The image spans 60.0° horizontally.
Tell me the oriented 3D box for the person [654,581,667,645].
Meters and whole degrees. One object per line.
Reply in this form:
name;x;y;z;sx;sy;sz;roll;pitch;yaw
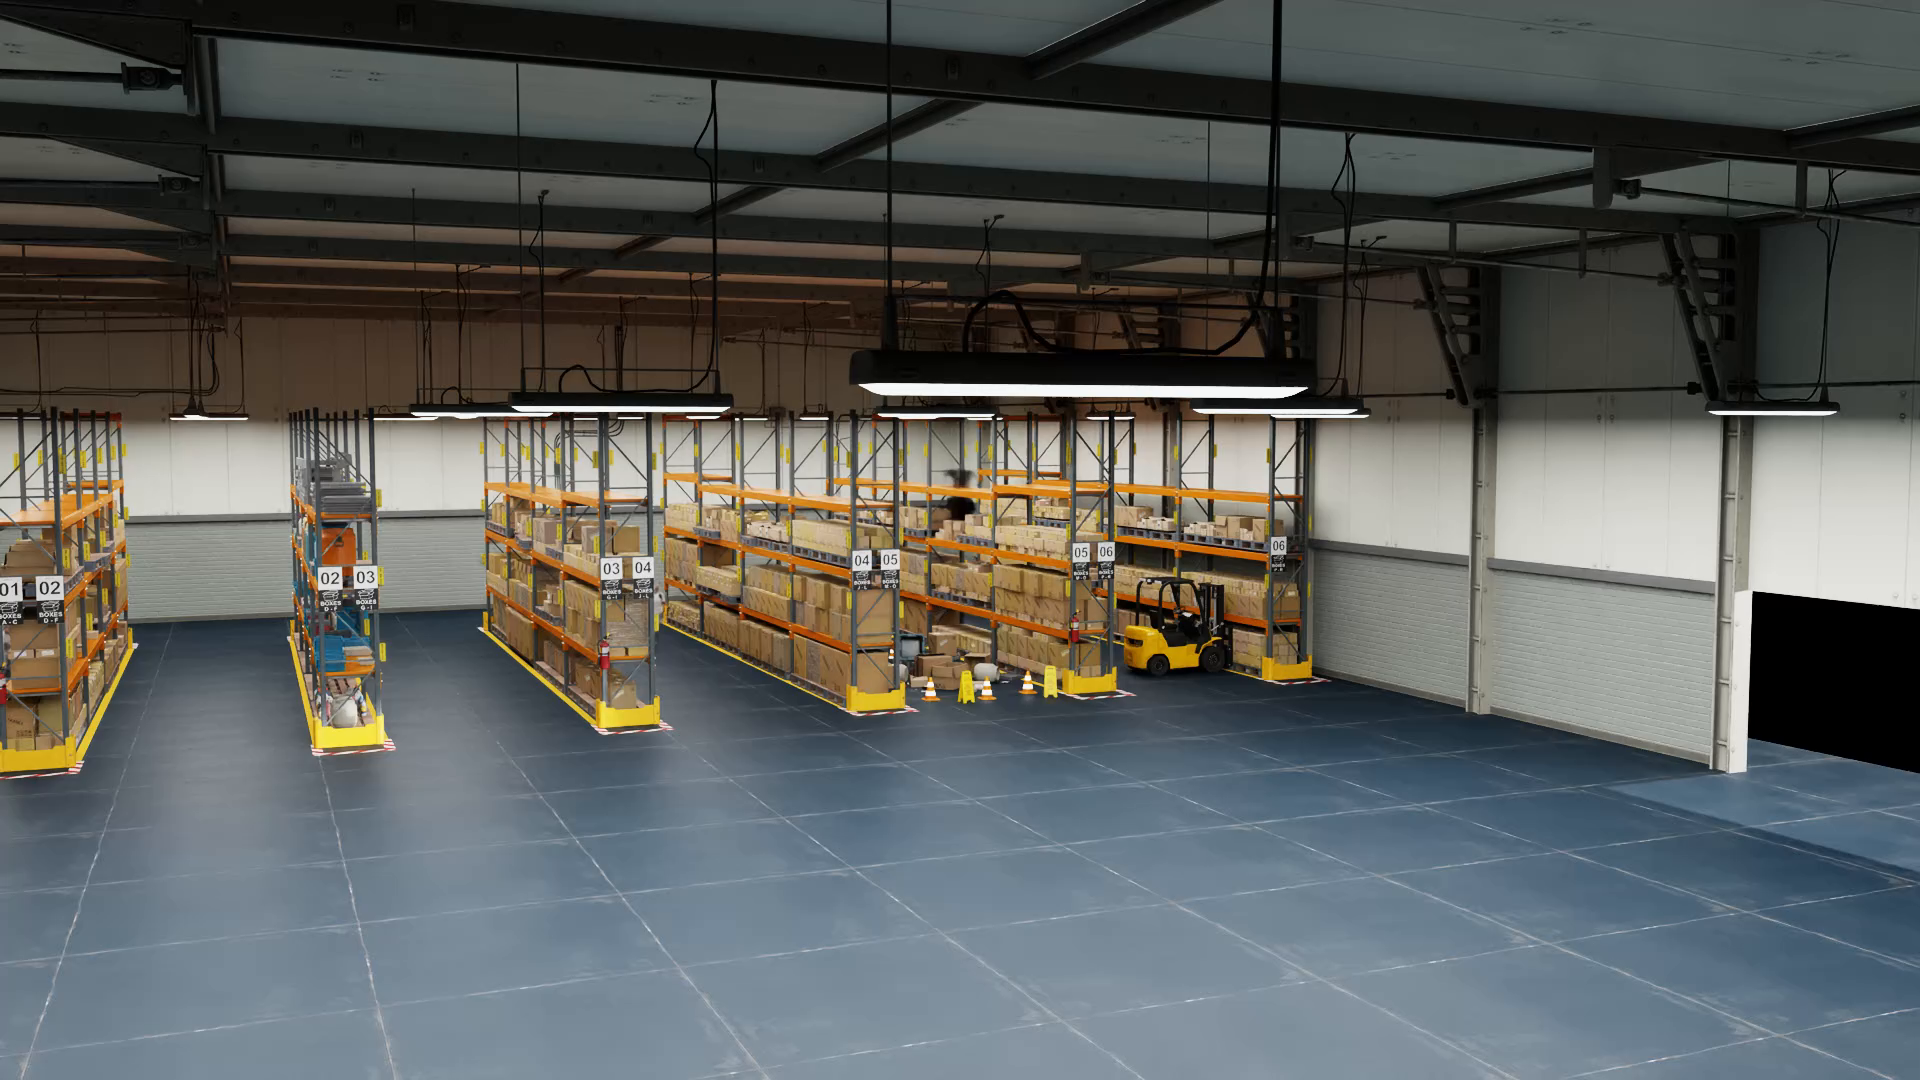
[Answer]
person;-7.780;1.911;42.555;0.584;1.726;0.722;-2;4;-26

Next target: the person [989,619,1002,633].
person;0.974;1.817;44.845;0.527;1.552;0.591;-3;5;-33

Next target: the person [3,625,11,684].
person;-20.275;2.480;35.369;0.664;1.633;0.952;-2;4;-27
